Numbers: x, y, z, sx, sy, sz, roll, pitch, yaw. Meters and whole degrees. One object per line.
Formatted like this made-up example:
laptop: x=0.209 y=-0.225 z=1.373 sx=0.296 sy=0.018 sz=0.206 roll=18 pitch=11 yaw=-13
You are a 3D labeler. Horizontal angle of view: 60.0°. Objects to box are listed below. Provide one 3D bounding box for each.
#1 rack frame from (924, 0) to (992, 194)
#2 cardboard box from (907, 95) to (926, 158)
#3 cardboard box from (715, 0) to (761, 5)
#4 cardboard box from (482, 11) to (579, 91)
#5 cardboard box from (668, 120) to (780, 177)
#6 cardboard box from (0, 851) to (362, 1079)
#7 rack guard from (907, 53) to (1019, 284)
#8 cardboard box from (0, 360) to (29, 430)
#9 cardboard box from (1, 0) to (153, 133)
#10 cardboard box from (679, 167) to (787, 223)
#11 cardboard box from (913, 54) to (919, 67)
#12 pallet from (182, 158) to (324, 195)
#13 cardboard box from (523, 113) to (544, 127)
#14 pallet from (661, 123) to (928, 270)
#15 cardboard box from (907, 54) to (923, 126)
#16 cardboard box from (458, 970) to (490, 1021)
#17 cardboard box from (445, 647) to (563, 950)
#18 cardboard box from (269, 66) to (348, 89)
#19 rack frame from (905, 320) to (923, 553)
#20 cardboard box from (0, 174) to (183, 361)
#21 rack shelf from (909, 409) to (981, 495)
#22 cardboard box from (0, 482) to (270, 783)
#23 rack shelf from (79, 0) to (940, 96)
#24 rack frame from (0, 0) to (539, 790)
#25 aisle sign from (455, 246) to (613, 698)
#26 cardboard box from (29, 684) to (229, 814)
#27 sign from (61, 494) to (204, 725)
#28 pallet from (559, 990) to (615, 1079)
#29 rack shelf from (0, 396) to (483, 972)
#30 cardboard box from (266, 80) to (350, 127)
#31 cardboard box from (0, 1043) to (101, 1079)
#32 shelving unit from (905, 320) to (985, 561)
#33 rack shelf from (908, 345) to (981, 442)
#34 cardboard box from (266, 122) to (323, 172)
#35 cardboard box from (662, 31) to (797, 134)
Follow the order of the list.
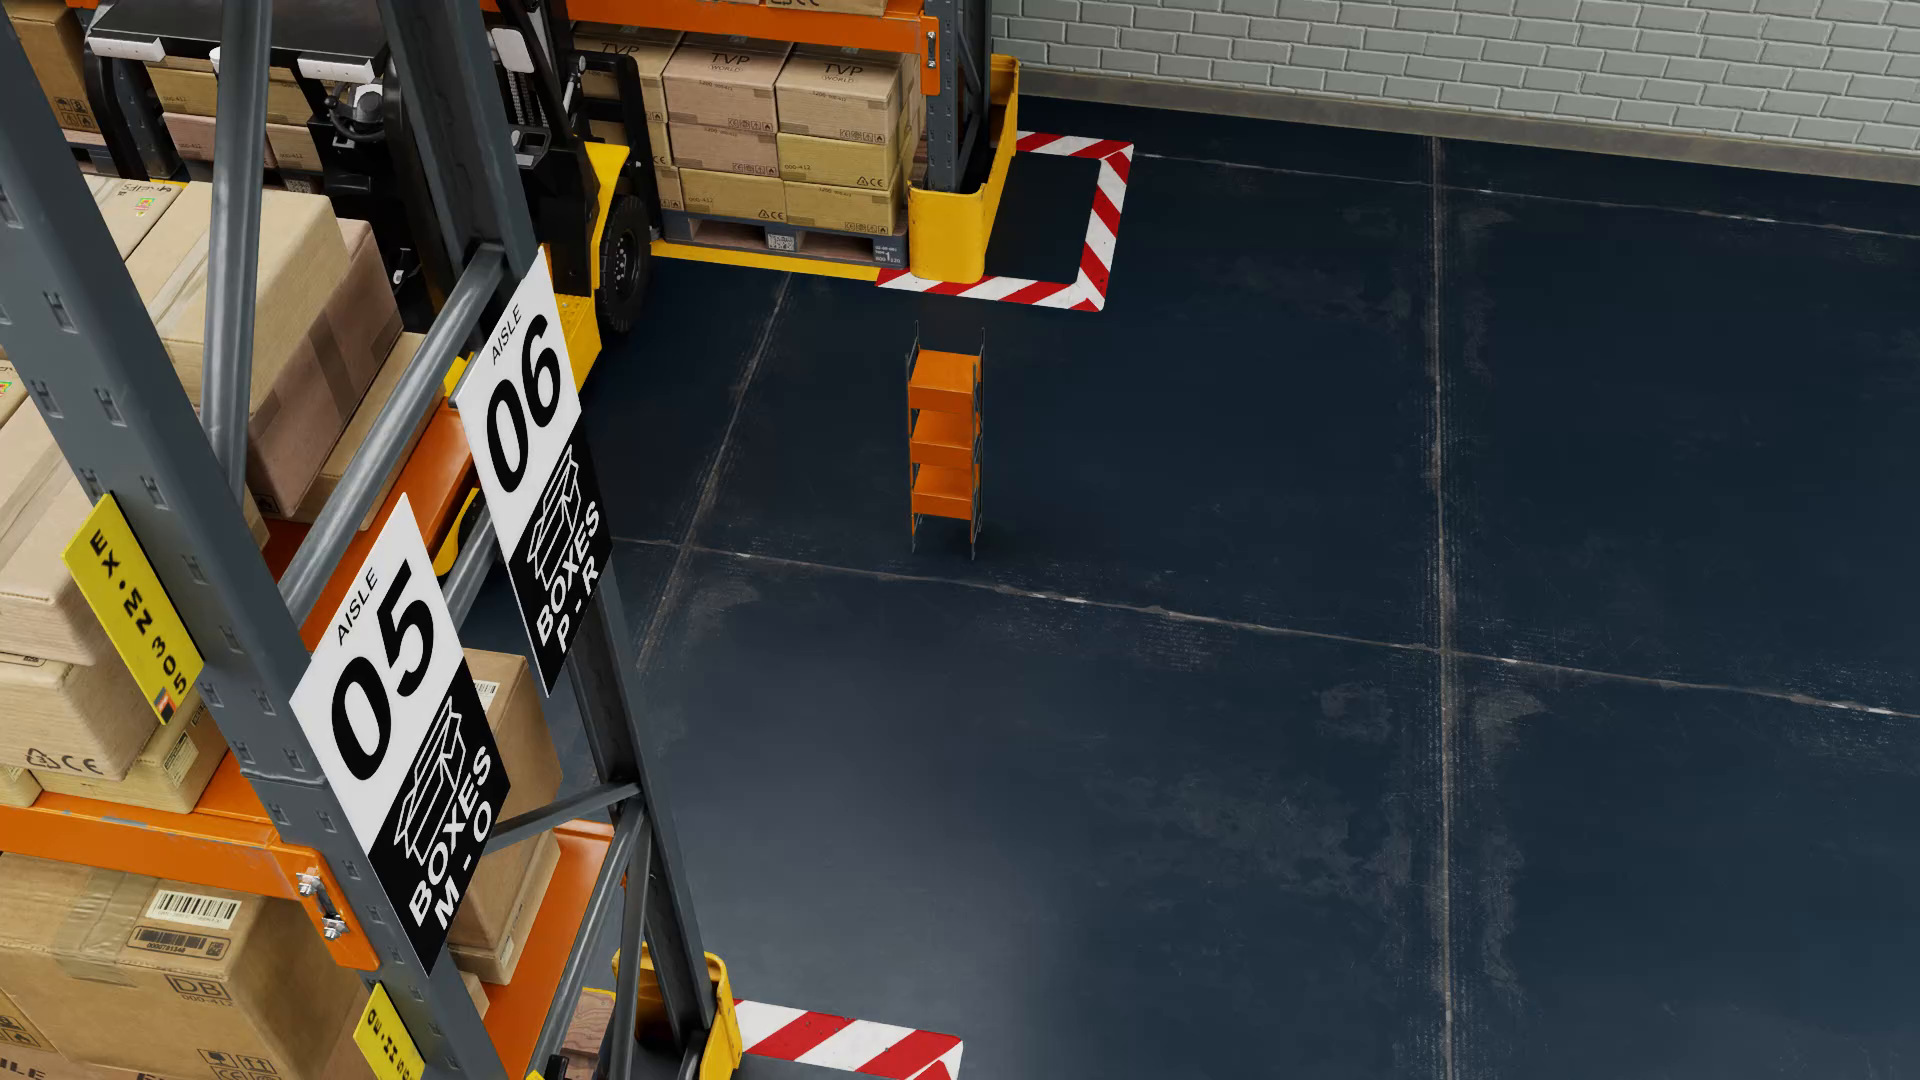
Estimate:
rack frame: x=0.002 y=-2.649 z=7.086 sx=0.127 sy=3.000 sz=1.000 roll=8 pitch=49 yaw=7
cardboard box: x=-0.447 y=-2.078 z=8.139 sx=0.500 sy=0.250 sz=0.500 roll=8 pitch=49 yaw=7
cardboard box: x=-1.038 y=-2.631 z=7.002 sx=0.500 sy=0.500 sz=0.500 roll=9 pitch=49 yaw=8
cardboard box: x=-2.006 y=-2.232 z=7.605 sx=0.500 sy=0.250 sz=0.500 roll=7 pitch=48 yaw=6
cardboard box: x=-1.024 y=-1.947 z=7.685 sx=0.500 sy=0.250 sz=0.500 roll=7 pitch=48 yaw=6
cardboard box: x=-1.419 y=0.610 z=3.218 sx=0.500 sy=0.500 sz=0.700 roll=7 pitch=48 yaw=6
rack guard: x=0.026 y=-1.810 z=8.013 sx=0.348 sy=0.500 sz=1.175 roll=8 pitch=49 yaw=7
cardboard box: x=-1.509 y=-0.091 z=2.404 sx=0.250 sy=0.149 sz=0.380 roll=8 pitch=49 yaw=7
cardboard box: x=-4.450 y=-2.586 z=8.343 sx=0.625 sy=0.625 sz=0.875 roll=10 pitch=49 yaw=9
cardboard box: x=-1.004 y=-1.774 z=7.866 sx=0.500 sy=0.250 sz=0.500 roll=8 pitch=49 yaw=7
cardboard box: x=-0.437 y=-2.407 z=7.762 sx=0.500 sy=0.250 sz=0.500 roll=7 pitch=48 yaw=6
pallet: x=-3.159 y=-2.110 z=8.476 sx=1.213 sy=0.211 sz=1.003 roll=8 pitch=49 yaw=7
cardboard box: x=-2.028 y=-2.069 z=7.795 sx=0.500 sy=0.250 sz=0.500 roll=8 pitch=48 yaw=7
pallet: x=-0.758 y=-1.788 z=8.186 sx=1.213 sy=0.211 sz=1.003 roll=8 pitch=49 yaw=7
cardboard box: x=-0.424 y=-2.252 z=7.959 sx=0.500 sy=0.250 sz=0.500 roll=8 pitch=49 yaw=8
cardboard box: x=-1.283 y=1.176 z=3.818 sx=0.250 sy=0.149 sz=0.380 roll=9 pitch=49 yaw=8
cardboard box: x=-1.294 y=0.586 z=3.911 sx=0.500 sy=0.500 sz=0.500 roll=7 pitch=48 yaw=6
cardboard box: x=-3.013 y=-2.365 z=7.724 sx=0.500 sy=0.250 sz=0.500 roll=8 pitch=49 yaw=7
rack frame: x=-0.173 y=-0.374 z=6.352 sx=0.008 sy=1.050 sz=0.200 roll=8 pitch=49 yaw=7
cardboard box: x=-1.441 y=-0.418 z=2.698 sx=0.250 sy=0.149 sz=0.380 roll=7 pitch=48 yaw=7
rack shelf: x=-0.053 y=-0.351 z=6.346 sx=0.240 sy=0.259 sz=0.215 roll=8 pitch=49 yaw=7
cardboard box: x=-1.429 y=0.062 z=2.534 sx=0.500 sy=0.250 sz=0.500 roll=7 pitch=48 yaw=6
rack shelf: x=-1.966 y=-2.673 z=7.591 sx=4.000 sy=0.370 sz=1.077 roll=8 pitch=49 yaw=7
rack frame: x=-0.877 y=-1.020 z=1.589 sx=0.127 sy=3.000 sz=1.000 roll=8 pitch=49 yaw=7
aisle sign: x=-0.761 y=-0.103 z=3.050 sx=0.004 sy=0.787 sz=0.394 roll=8 pitch=49 yaw=7
cardboard box: x=-1.278 y=0.224 z=2.657 sx=0.250 sy=0.149 sz=0.380 roll=8 pitch=49 yaw=7
sign: x=-0.996 y=0.090 z=2.013 sx=0.005 sy=0.325 sz=0.100 roll=8 pitch=49 yaw=7
pallet: x=-1.745 y=1.773 z=4.987 sx=1.213 sy=0.211 sz=1.003 roll=8 pitch=49 yaw=7
rack shelf: x=-2.845 y=-0.042 z=3.210 sx=4.000 sy=0.370 sz=1.077 roll=8 pitch=49 yaw=7
cardboard box: x=-3.017 y=-2.212 z=7.923 sx=0.500 sy=0.250 sz=0.500 roll=7 pitch=48 yaw=7
cardboard box: x=-1.952 y=0.912 z=3.619 sx=0.500 sy=0.500 sz=0.500 roll=8 pitch=49 yaw=7
shelving unit: x=-0.053 y=-0.358 z=6.338 sx=0.252 sy=1.050 sz=0.215 roll=8 pitch=49 yaw=7
rack shelf: x=-0.053 y=-0.541 z=6.135 sx=0.240 sy=0.259 sz=0.215 roll=8 pitch=49 yaw=7
cardboard box: x=-3.015 y=-2.037 z=8.102 sx=0.500 sy=0.250 sz=0.500 roll=7 pitch=48 yaw=6
cardboard box: x=-1.010 y=-2.100 z=7.487 sx=0.500 sy=0.250 sz=0.500 roll=8 pitch=49 yaw=8
